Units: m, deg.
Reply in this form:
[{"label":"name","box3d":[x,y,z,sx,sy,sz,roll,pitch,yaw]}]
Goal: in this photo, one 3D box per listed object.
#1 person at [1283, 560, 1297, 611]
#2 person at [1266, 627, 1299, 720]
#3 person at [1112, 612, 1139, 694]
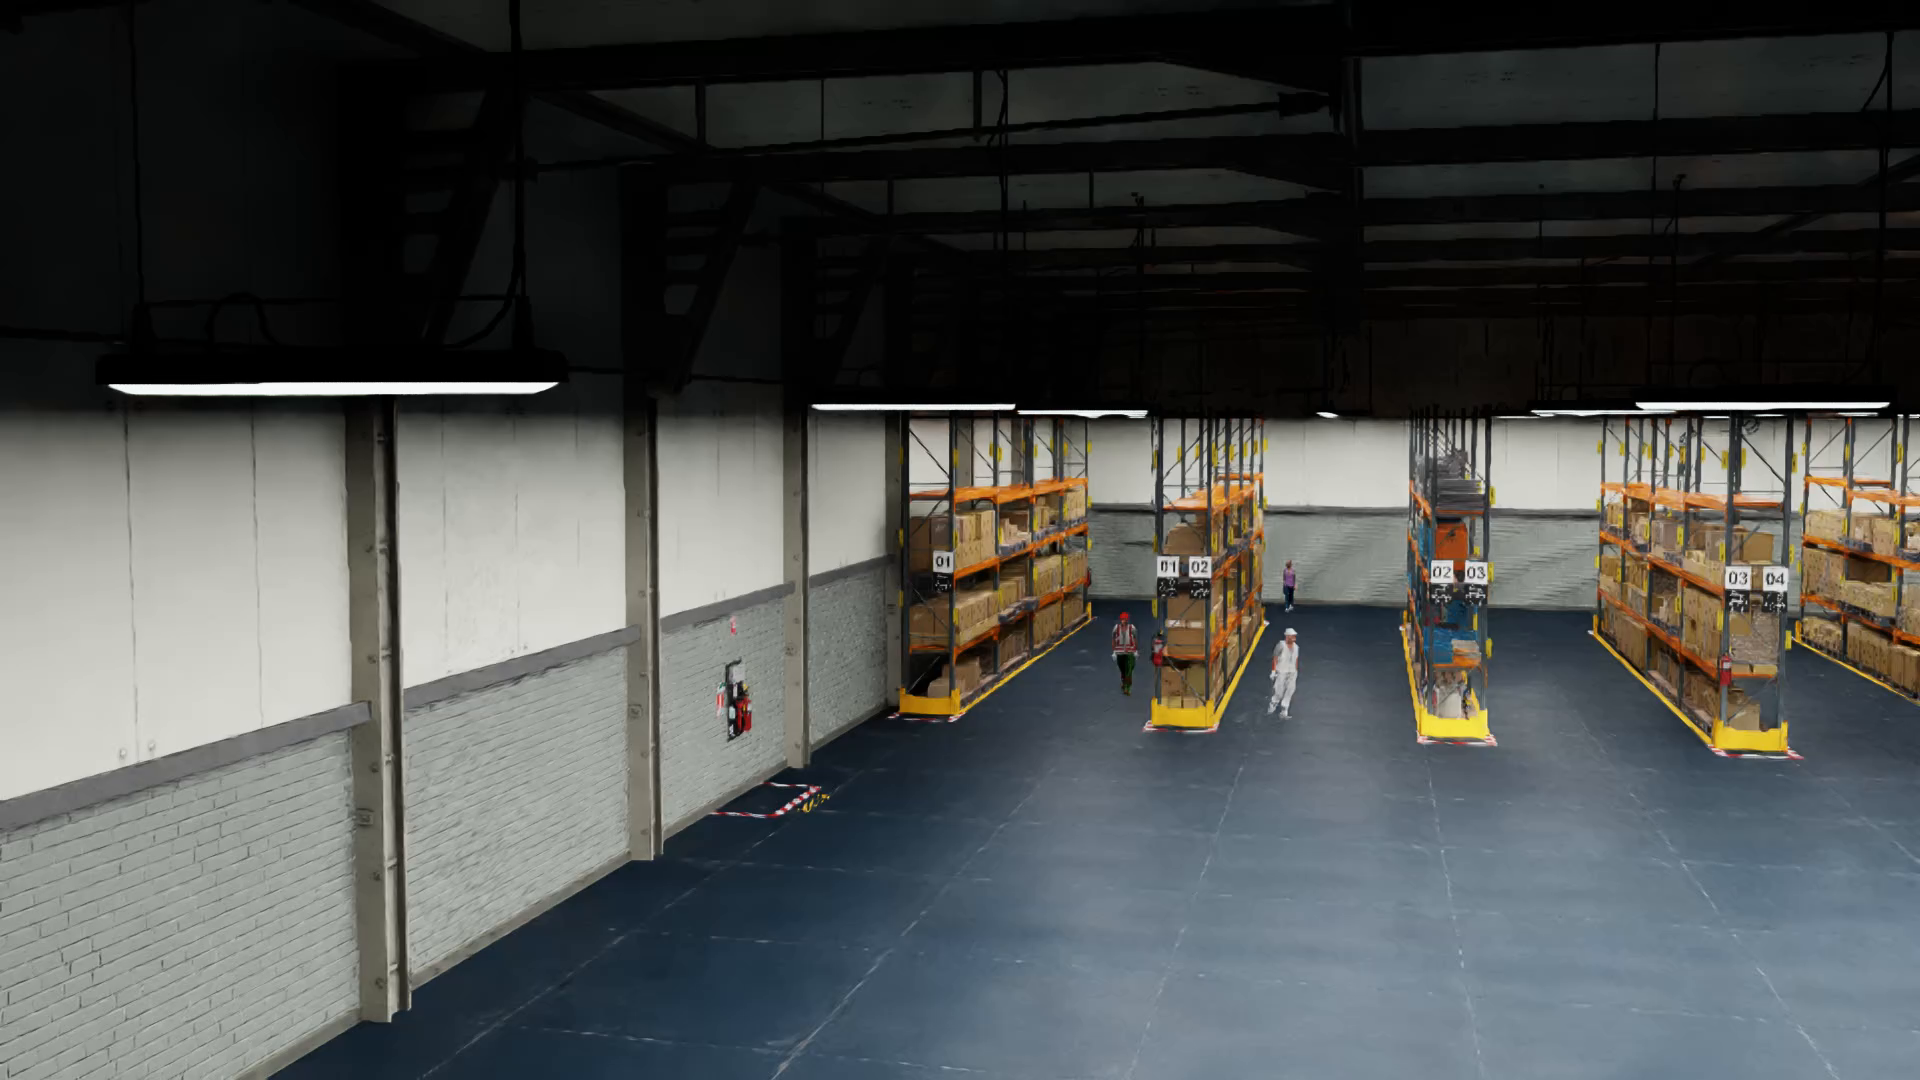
[{"label":"person","box3d":[9.950,1.351,50.125,0.430,1.540,0.949,1,4,12]},{"label":"person","box3d":[6.207,2.550,31.903,0.591,1.780,0.573,-2,4,-21]},{"label":"person","box3d":[3.451,2.348,34.937,0.553,1.709,1.123,1,4,16]}]
